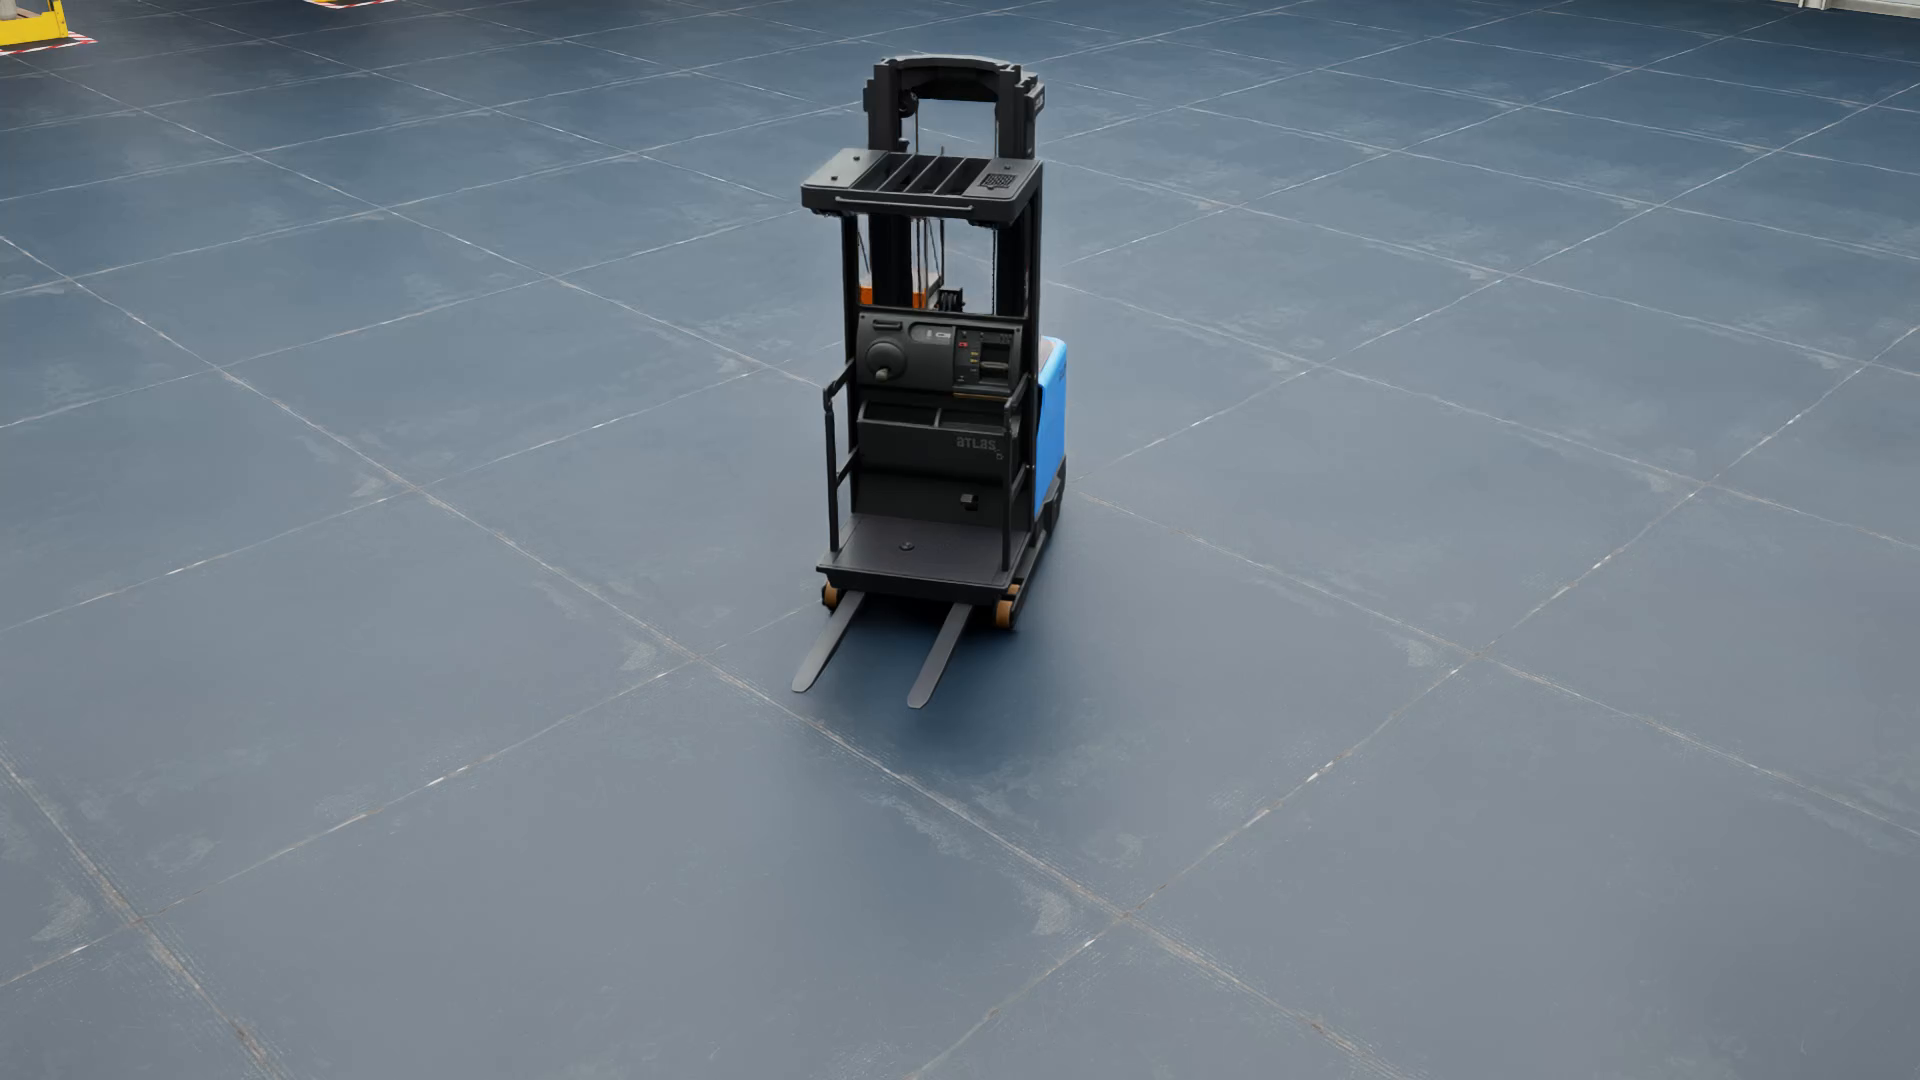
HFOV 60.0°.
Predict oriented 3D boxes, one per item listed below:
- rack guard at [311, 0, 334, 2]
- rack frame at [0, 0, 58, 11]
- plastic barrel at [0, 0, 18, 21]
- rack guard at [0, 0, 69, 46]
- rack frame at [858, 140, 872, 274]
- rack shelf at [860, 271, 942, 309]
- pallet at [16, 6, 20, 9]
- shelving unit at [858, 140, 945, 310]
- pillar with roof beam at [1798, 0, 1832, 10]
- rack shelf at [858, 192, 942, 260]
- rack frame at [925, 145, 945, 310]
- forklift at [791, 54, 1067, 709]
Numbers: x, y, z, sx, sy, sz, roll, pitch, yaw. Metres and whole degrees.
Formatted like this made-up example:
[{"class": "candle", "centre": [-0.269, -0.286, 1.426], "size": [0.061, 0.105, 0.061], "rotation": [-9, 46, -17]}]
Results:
[{"class": "rack guard", "centre": [-9.961, -9.066, 26.954], "size": [0.348, 0.500, 1.175], "rotation": [25, 36, 38]}, {"class": "rack frame", "centre": [-13.379, -8.503, 23.199], "size": [0.127, 3.000, 1.000], "rotation": [25, 36, 38]}, {"class": "plastic barrel", "centre": [-13.902, -7.778, 24.040], "size": [0.421, 0.512, 0.421], "rotation": [0, 28, 0]}, {"class": "rack guard", "centre": [-13.467, -7.406, 23.798], "size": [0.348, 0.500, 1.175], "rotation": [25, 36, 38]}, {"class": "rack frame", "centre": [-0.626, -1.525, 10.895], "size": [0.015, 2.100, 0.400], "rotation": [7, 29, 14]}, {"class": "rack shelf", "centre": [-0.391, -1.483, 10.843], "size": [0.480, 0.518, 0.431], "rotation": [7, 29, 14]}, {"class": "pallet", "centre": [-14.908, -7.943, 25.130], "size": [1.213, 0.211, 1.003], "rotation": [25, 36, 38]}, {"class": "shelving unit", "centre": [-0.391, -1.495, 10.837], "size": [0.503, 2.100, 0.431], "rotation": [7, 29, 14]}, {"class": "pillar with roof beam", "centre": [10.471, -10.964, 21.432], "size": [0.400, 9.000, 9.100], "rotation": [25, 36, 38]}, {"class": "rack shelf", "centre": [-0.391, -2.102, 10.517], "size": [0.480, 0.518, 0.431], "rotation": [7, 29, 14]}, {"class": "rack frame", "centre": [-0.156, -1.464, 10.778], "size": [0.015, 2.100, 0.400], "rotation": [7, 29, 14]}, {"class": "forklift", "centre": [-0.164, -0.991, 8.985], "size": [1.130, 2.935, 3.031], "rotation": [6, 28, 12]}]
